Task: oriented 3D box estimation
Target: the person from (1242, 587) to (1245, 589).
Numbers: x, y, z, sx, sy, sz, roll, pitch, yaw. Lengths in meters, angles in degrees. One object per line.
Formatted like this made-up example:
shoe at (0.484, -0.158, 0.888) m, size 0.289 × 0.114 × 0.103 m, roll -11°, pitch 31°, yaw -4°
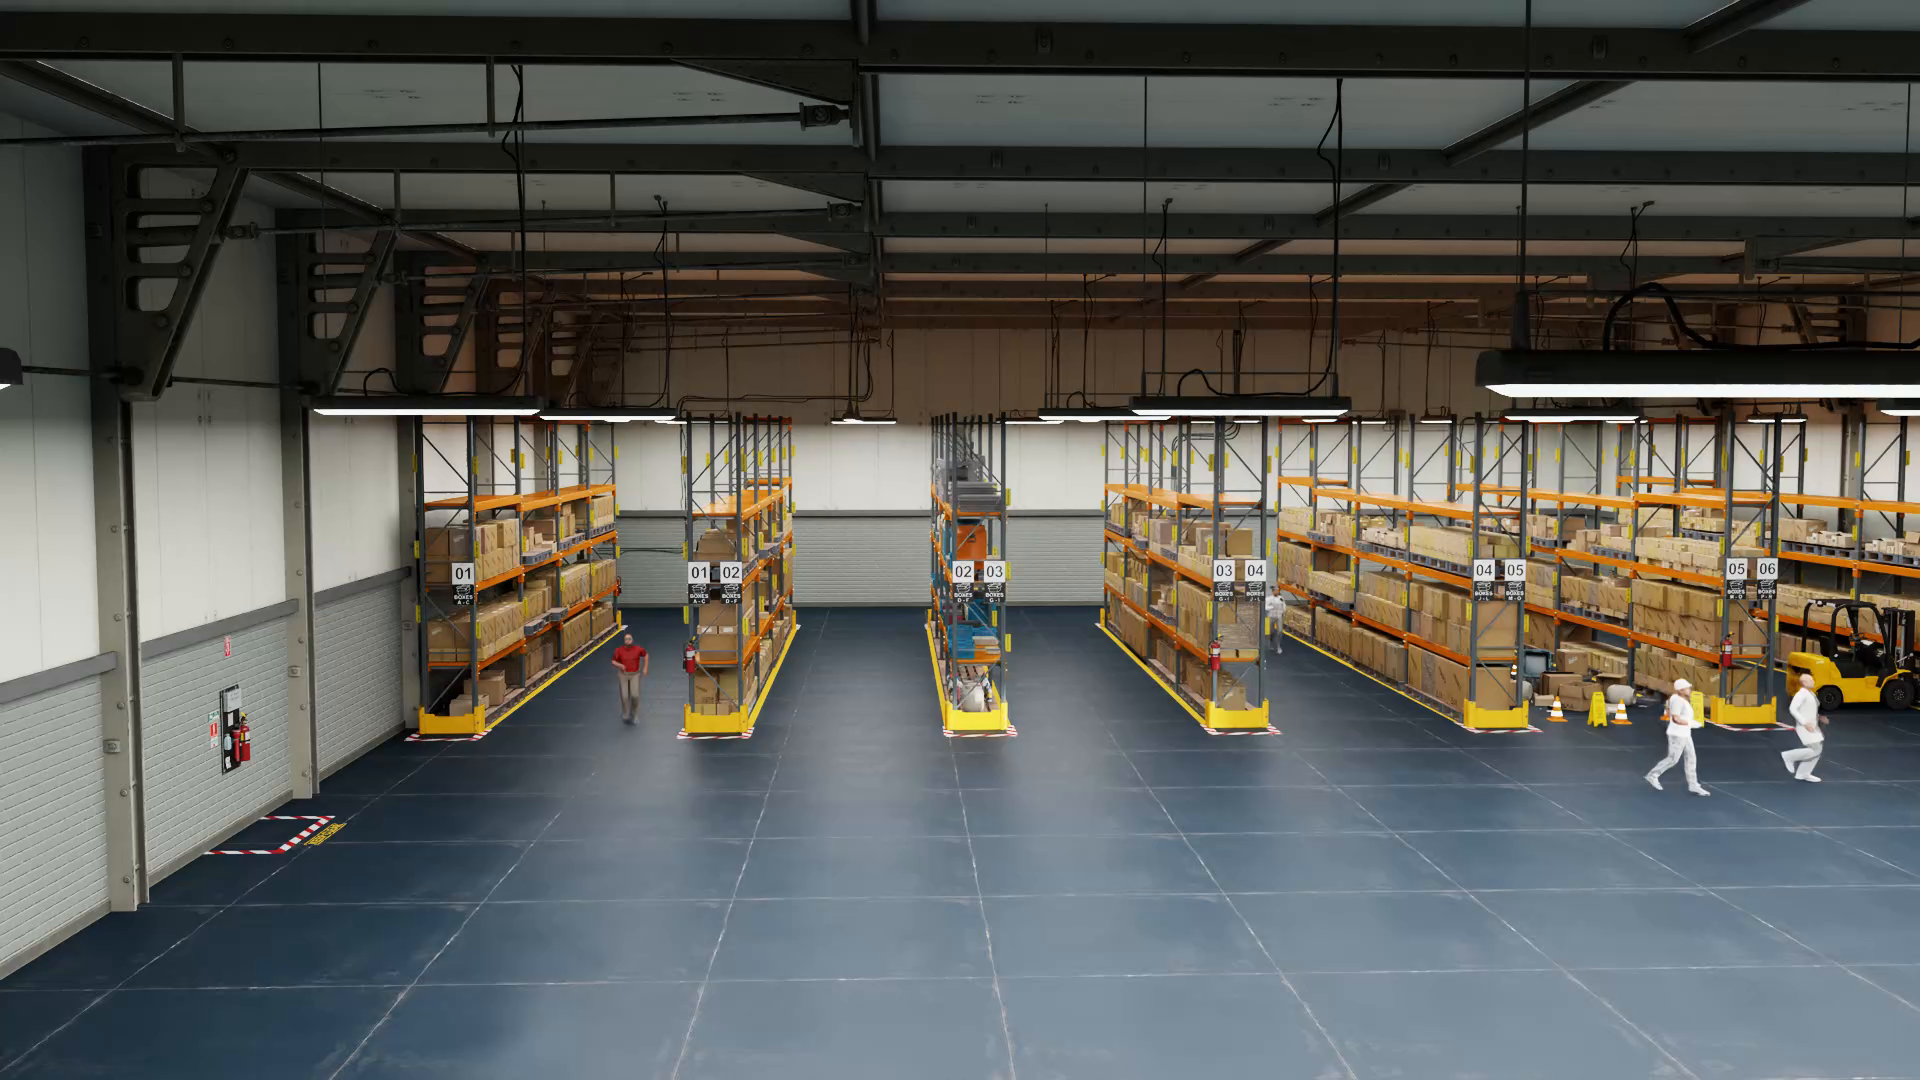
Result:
person at (7.872, 1.840, 45.672) m, size 0.583 × 1.560 × 0.565 m, roll 0°, pitch 4°, yaw 4°

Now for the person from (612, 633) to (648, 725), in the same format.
person at (-6.370, 2.707, 32.089) m, size 0.685 × 1.813 × 0.765 m, roll -1°, pitch 4°, yaw -9°

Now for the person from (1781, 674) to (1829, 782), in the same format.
person at (13.668, 3.052, 26.887) m, size 0.638 × 1.692 × 0.708 m, roll 3°, pitch 5°, yaw 38°

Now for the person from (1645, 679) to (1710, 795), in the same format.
person at (11.190, 3.056, 25.908) m, size 0.929 × 1.792 × 0.675 m, roll 3°, pitch 5°, yaw 34°

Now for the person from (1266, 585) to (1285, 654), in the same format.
person at (7.996, 1.992, 42.163) m, size 0.600 × 1.730 × 0.784 m, roll 0°, pitch 4°, yaw -2°
